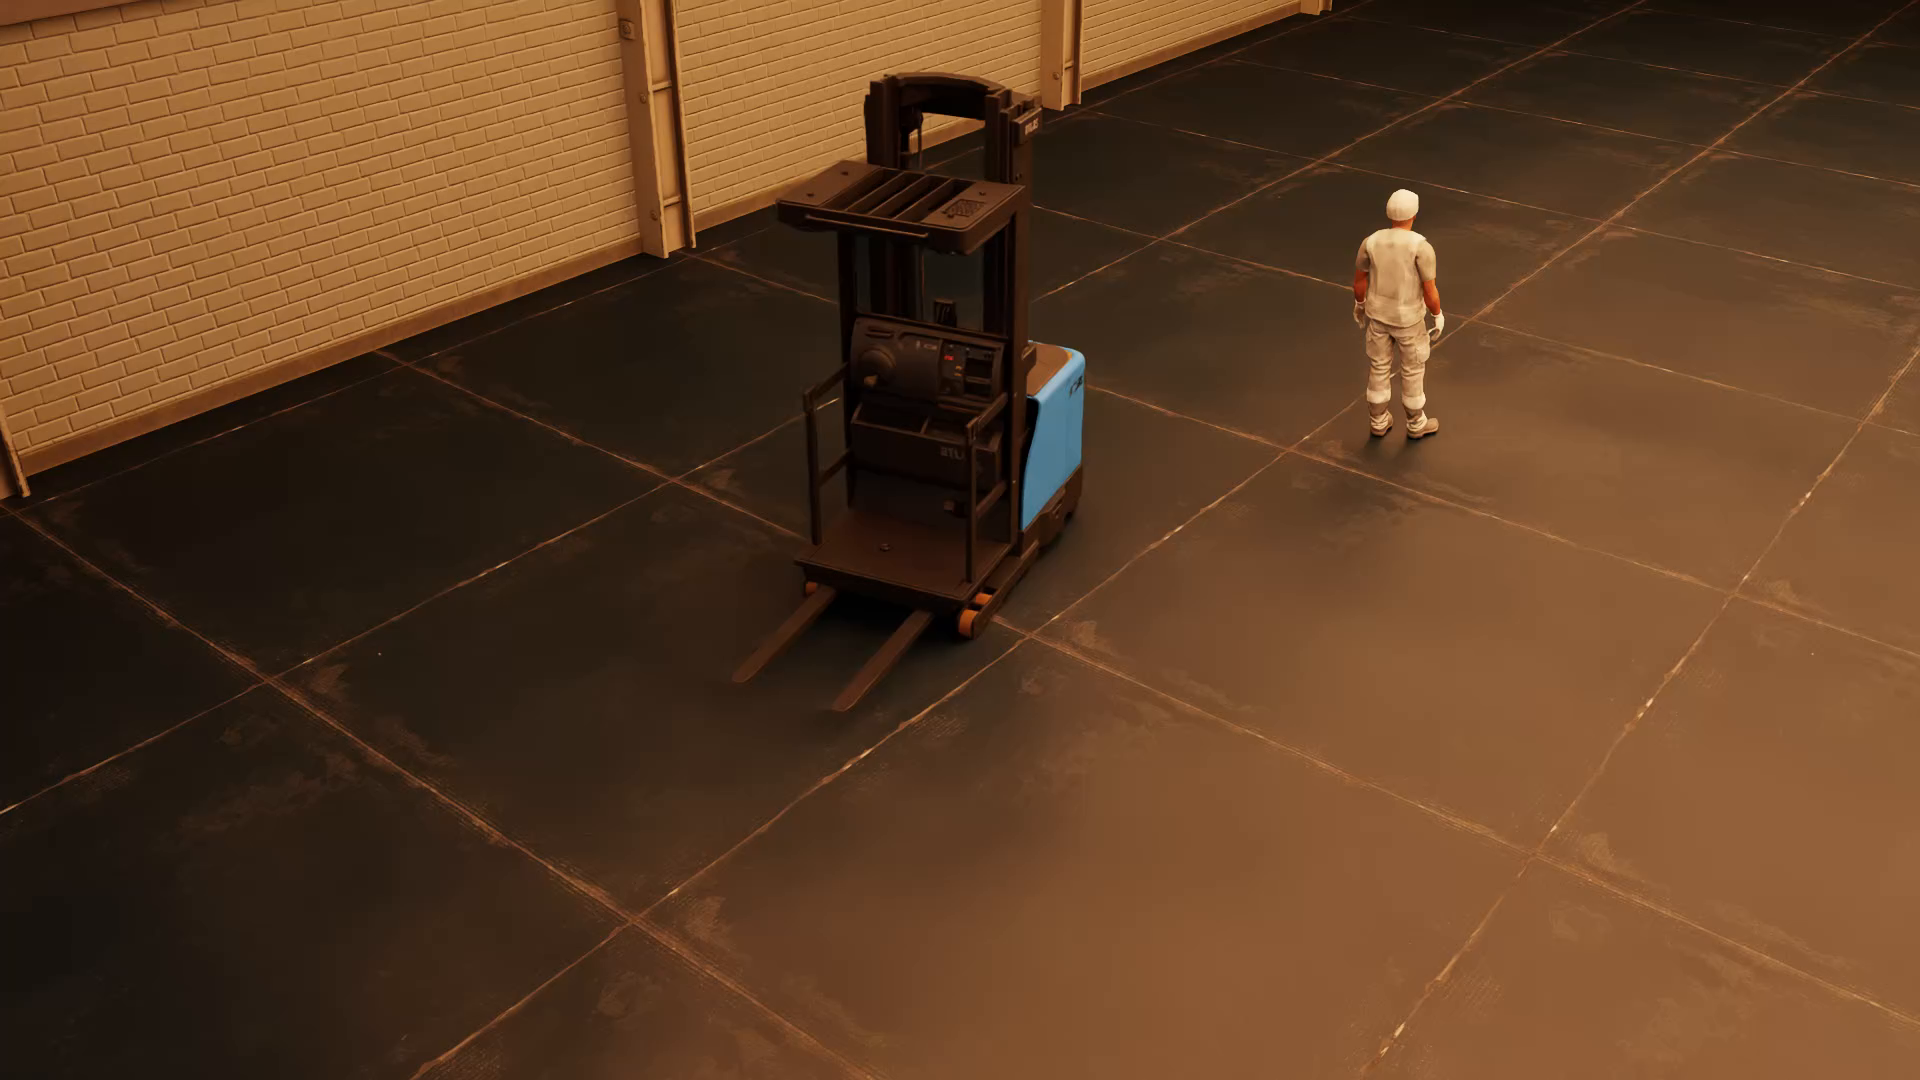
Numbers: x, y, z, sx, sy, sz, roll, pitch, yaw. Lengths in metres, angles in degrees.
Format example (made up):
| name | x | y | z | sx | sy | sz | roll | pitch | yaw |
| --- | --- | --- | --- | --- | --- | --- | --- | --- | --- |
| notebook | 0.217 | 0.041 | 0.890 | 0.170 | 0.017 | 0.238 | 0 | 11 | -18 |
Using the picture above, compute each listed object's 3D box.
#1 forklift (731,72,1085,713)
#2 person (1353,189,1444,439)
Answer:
| name | x | y | z | sx | sy | sz | roll | pitch | yaw |
| --- | --- | --- | --- | --- | --- | --- | --- | --- | --- |
| forklift | -0.278 | -0.951 | 9.222 | 1.130 | 2.935 | 3.031 | 13 | 33 | 21 |
| person | 3.019 | -1.554 | 11.373 | 0.638 | 1.787 | 0.564 | 21 | 36 | 32 |
